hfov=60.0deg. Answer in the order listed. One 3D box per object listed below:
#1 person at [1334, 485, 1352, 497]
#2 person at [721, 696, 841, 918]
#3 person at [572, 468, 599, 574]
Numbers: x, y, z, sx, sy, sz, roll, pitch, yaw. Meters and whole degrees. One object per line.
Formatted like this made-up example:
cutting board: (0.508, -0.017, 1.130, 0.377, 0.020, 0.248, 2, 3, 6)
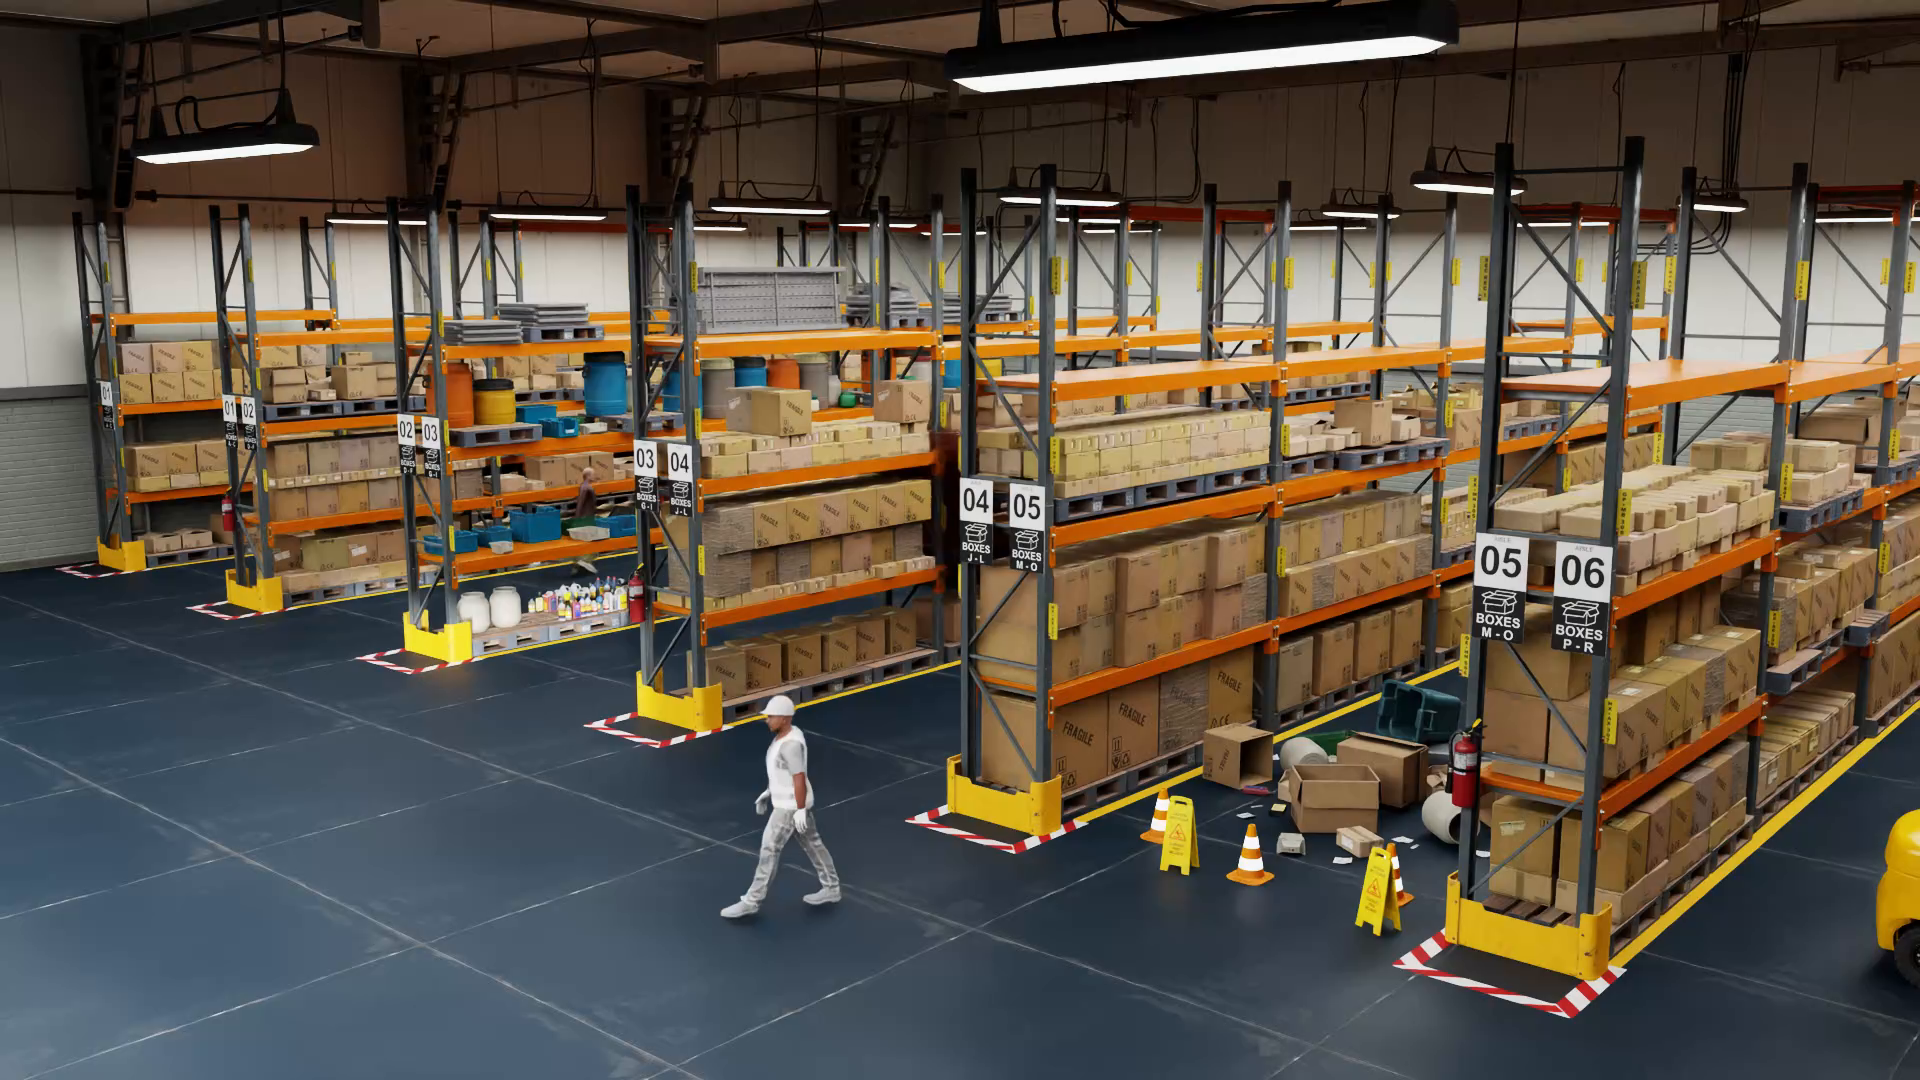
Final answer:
person: (6.203, -0.166, 26.982, 0.617, 1.703, 1.077, 9, 13, 44)
person: (-1.434, 2.093, 13.278, 0.949, 1.733, 0.580, -1, 9, -4)
person: (-6.260, -0.326, 27.786, 0.552, 1.763, 0.587, -6, 11, -33)
